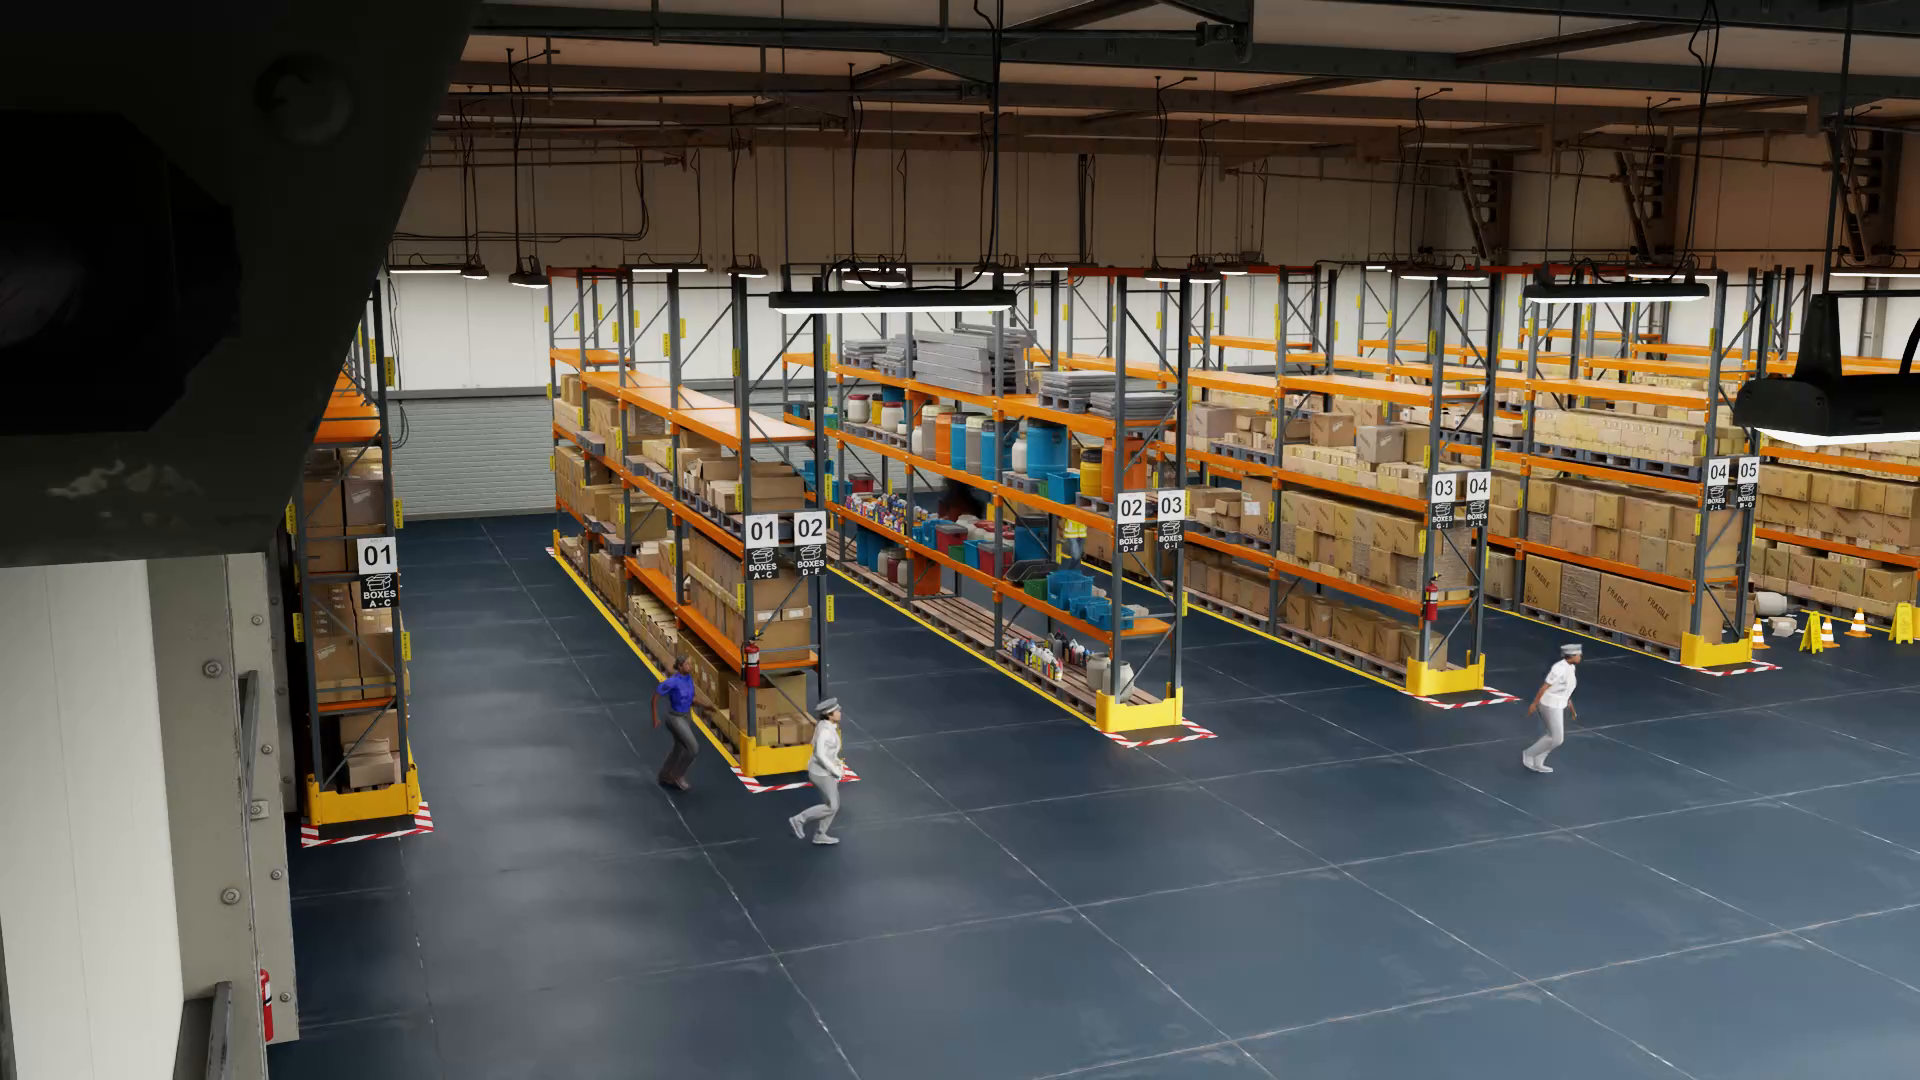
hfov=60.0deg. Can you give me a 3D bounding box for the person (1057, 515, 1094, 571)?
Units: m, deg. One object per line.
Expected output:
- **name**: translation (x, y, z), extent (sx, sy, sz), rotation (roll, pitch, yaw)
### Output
- **person**: translation (2.110, -0.004, 30.069), extent (0.690, 1.813, 0.688), rotation (-4, 11, -22)

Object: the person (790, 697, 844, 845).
- **person**: translation (-1.537, 2.481, 17.799), extent (0.588, 1.627, 0.615), rotation (-1, 10, -4)

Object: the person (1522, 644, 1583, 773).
- **person**: translation (7.223, 2.056, 20.258), extent (0.566, 1.615, 0.625), rotation (7, 12, 34)

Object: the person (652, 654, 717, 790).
- **person**: translation (-3.282, 2.153, 19.654), extent (0.763, 1.633, 0.570), rotation (3, 10, 18)
